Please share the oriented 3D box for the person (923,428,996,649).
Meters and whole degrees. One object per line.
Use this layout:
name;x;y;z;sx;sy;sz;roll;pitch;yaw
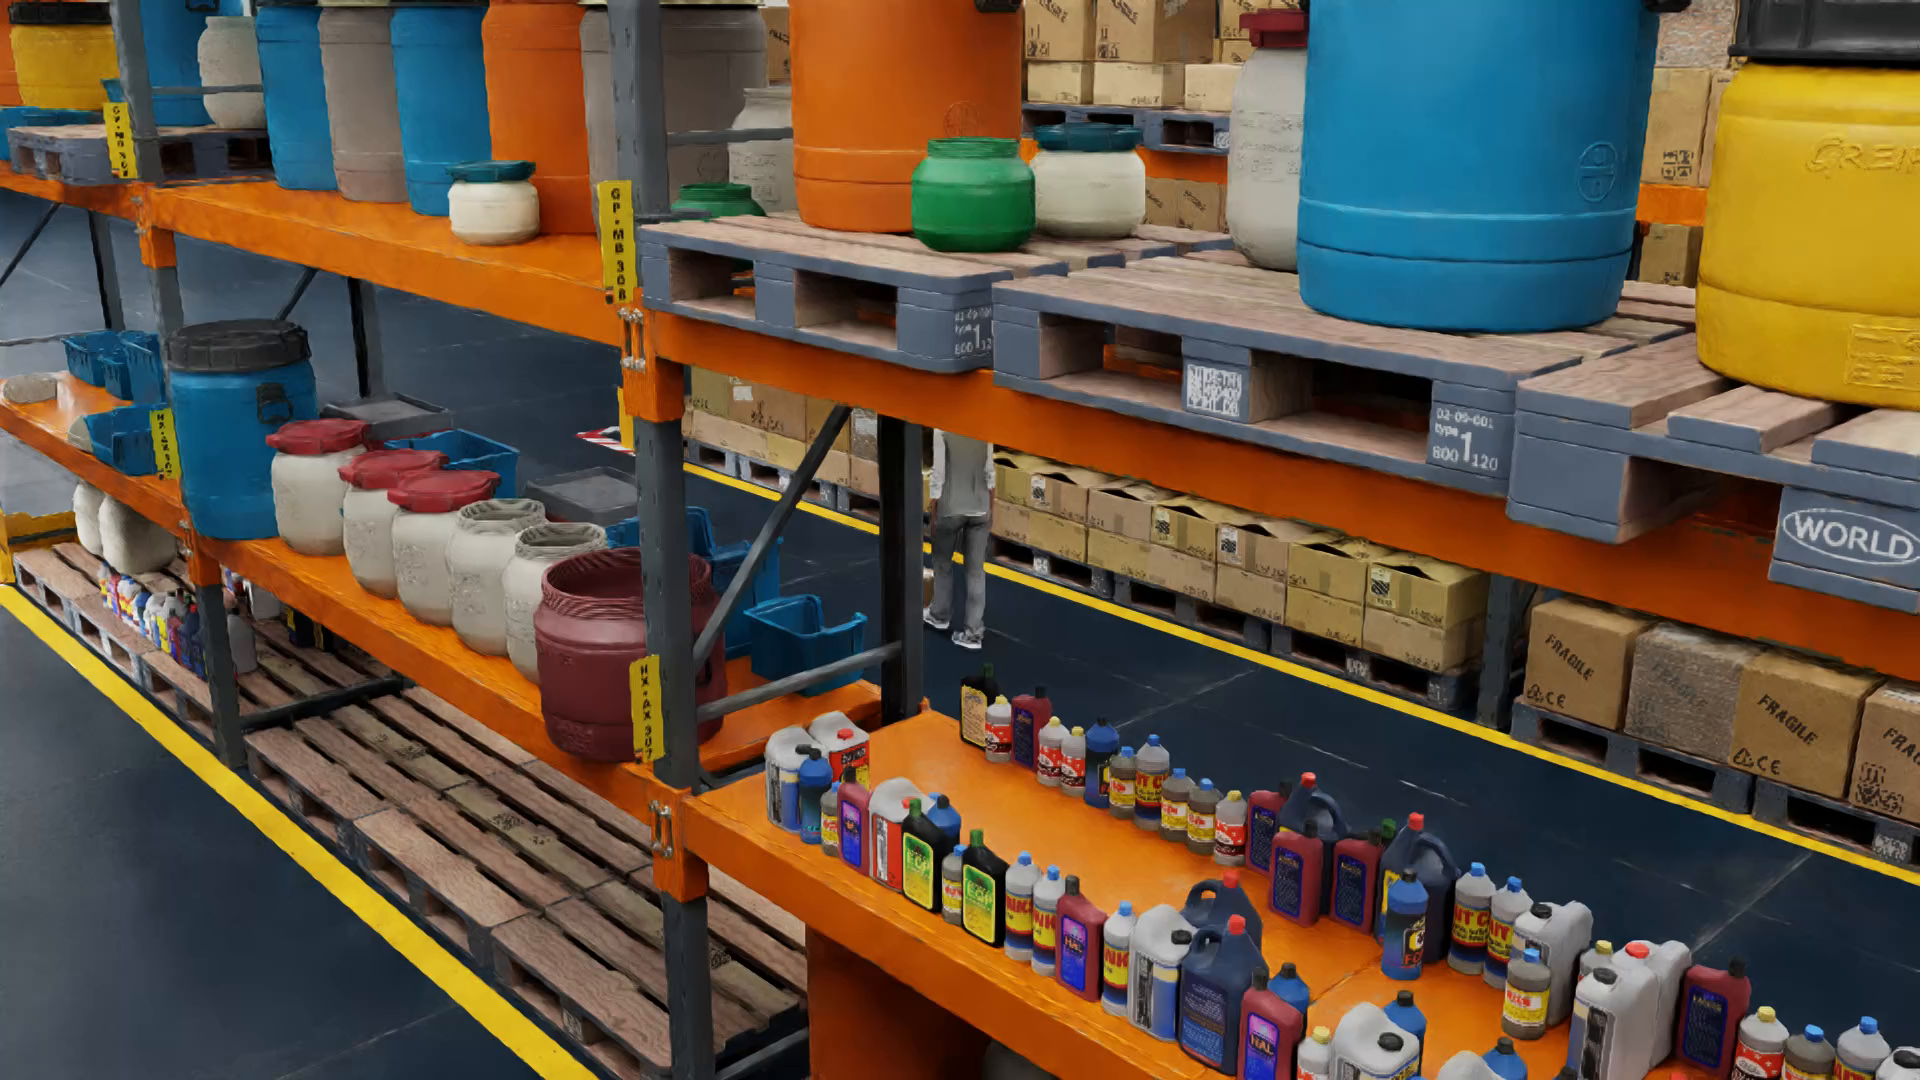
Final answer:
person;-0.015;-0.189;9.637;0.402;1.590;0.664;-5;18;-15
